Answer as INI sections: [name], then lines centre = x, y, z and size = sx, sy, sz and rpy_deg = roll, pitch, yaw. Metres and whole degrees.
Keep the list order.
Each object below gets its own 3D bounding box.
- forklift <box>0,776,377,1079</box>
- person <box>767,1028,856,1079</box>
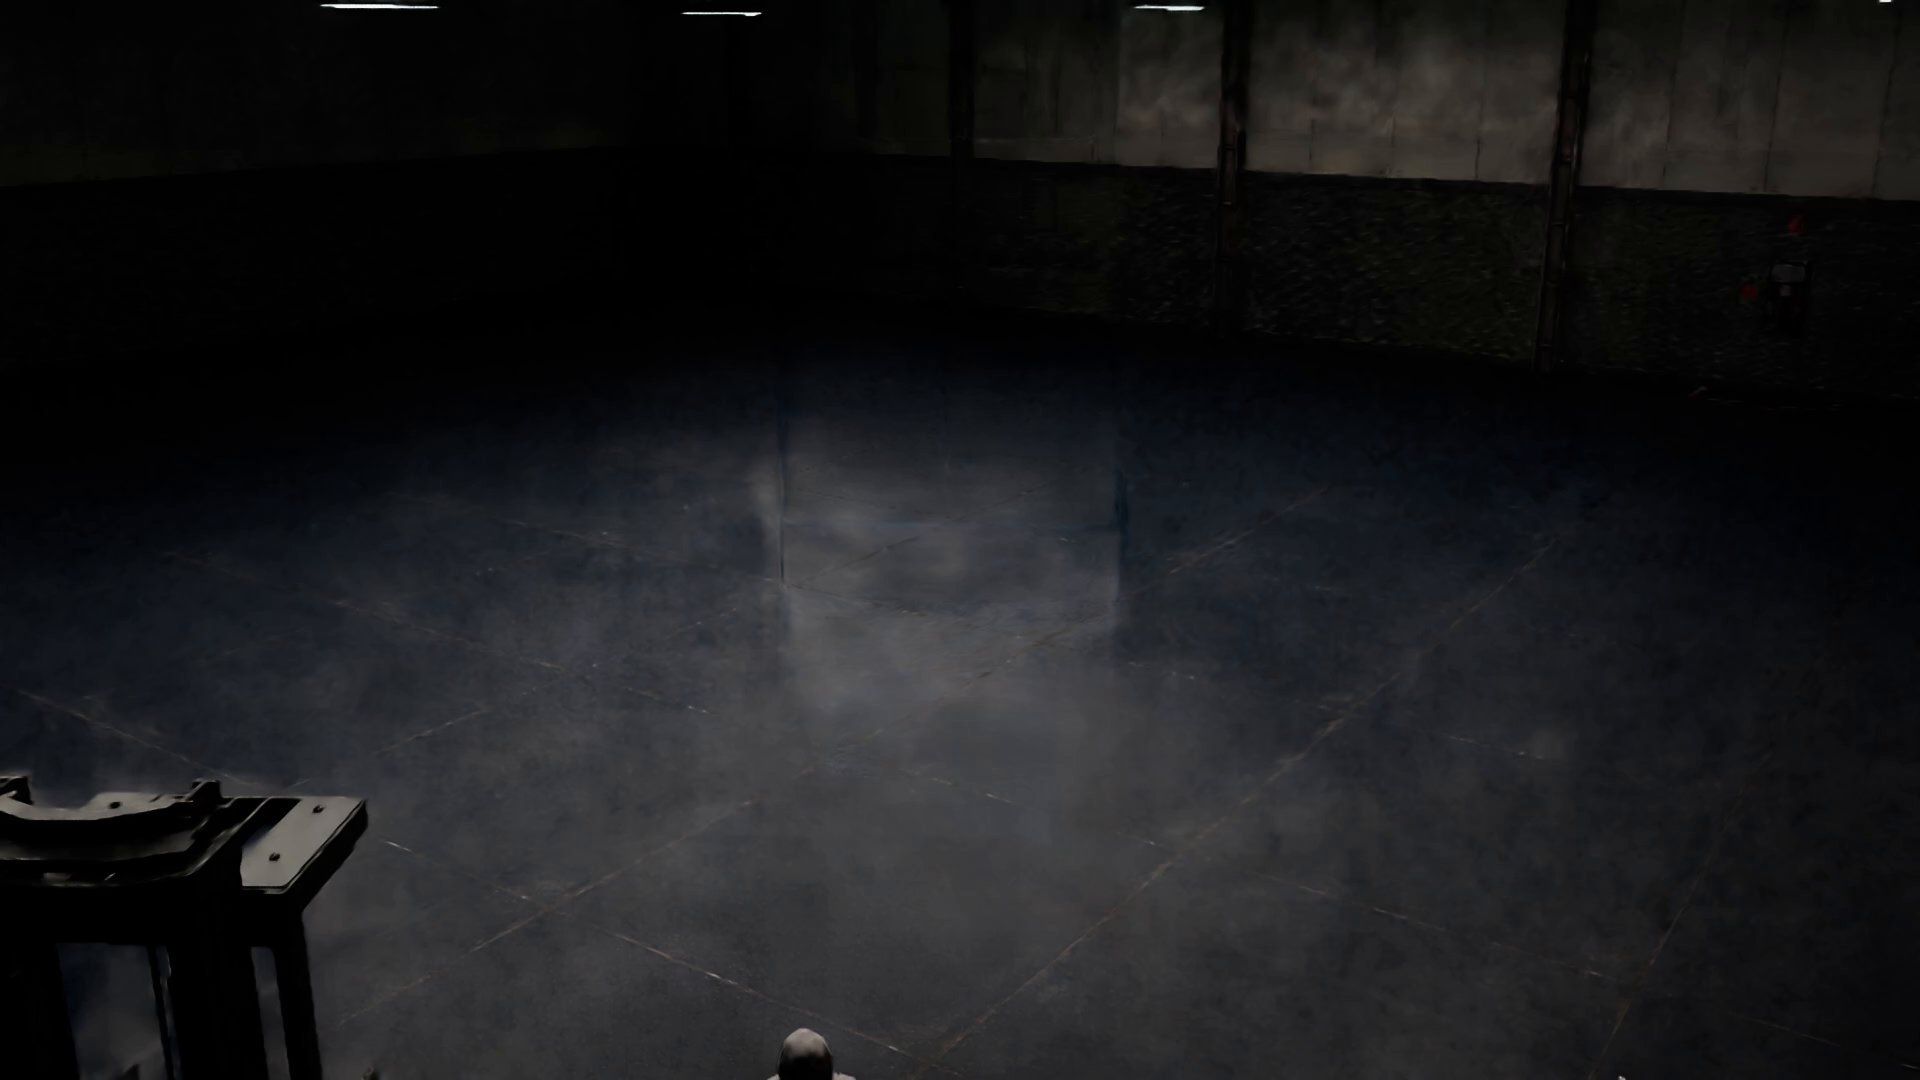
[forklift]
centre = 0.028, -1.583, 6.127
size = 1.130, 2.935, 3.031
rpy_deg = 1, 17, 2
[person]
centre = 2.298, -1.014, 6.271
size = 0.626, 1.761, 0.458
rpy_deg = -5, 17, -15
